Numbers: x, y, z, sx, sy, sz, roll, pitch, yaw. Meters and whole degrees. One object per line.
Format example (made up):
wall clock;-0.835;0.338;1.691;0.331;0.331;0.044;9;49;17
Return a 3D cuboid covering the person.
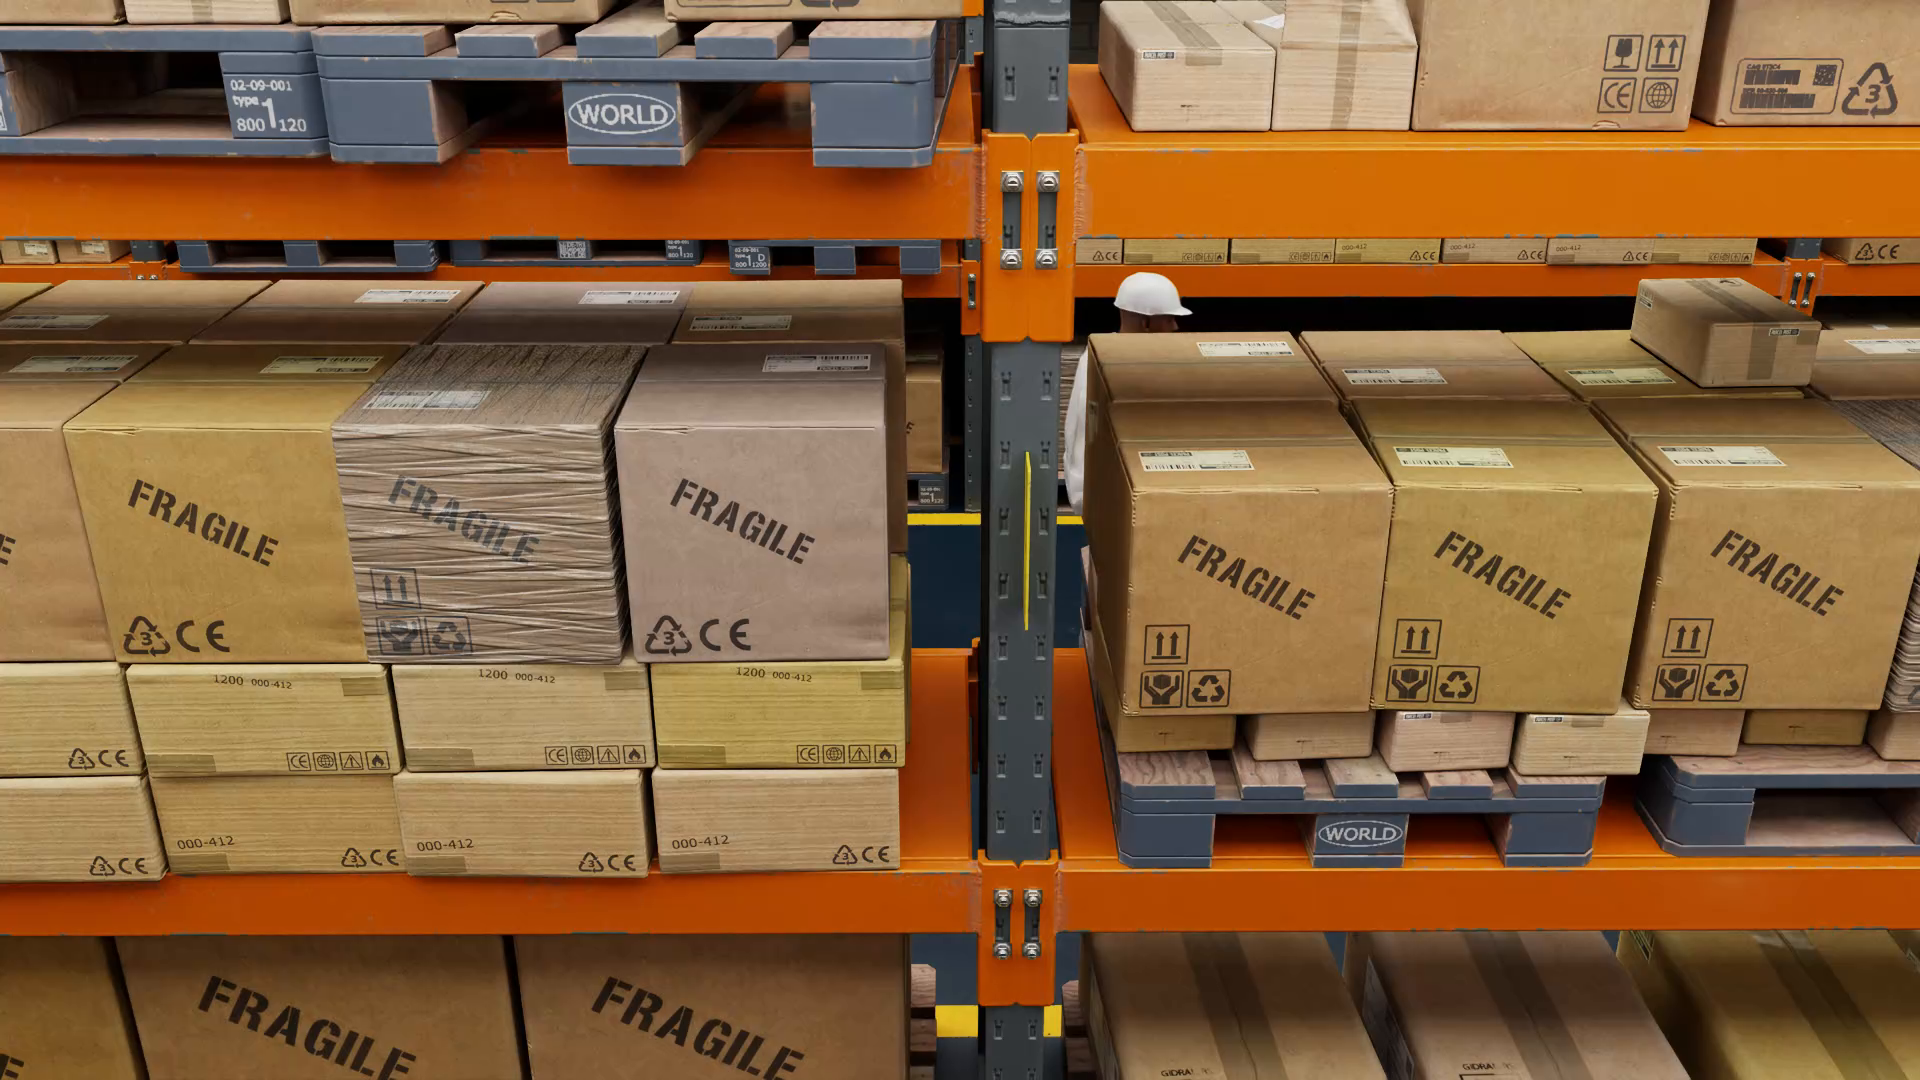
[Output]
person;0.633;-0.170;6.460;0.459;1.761;0.626;0;24;-1
